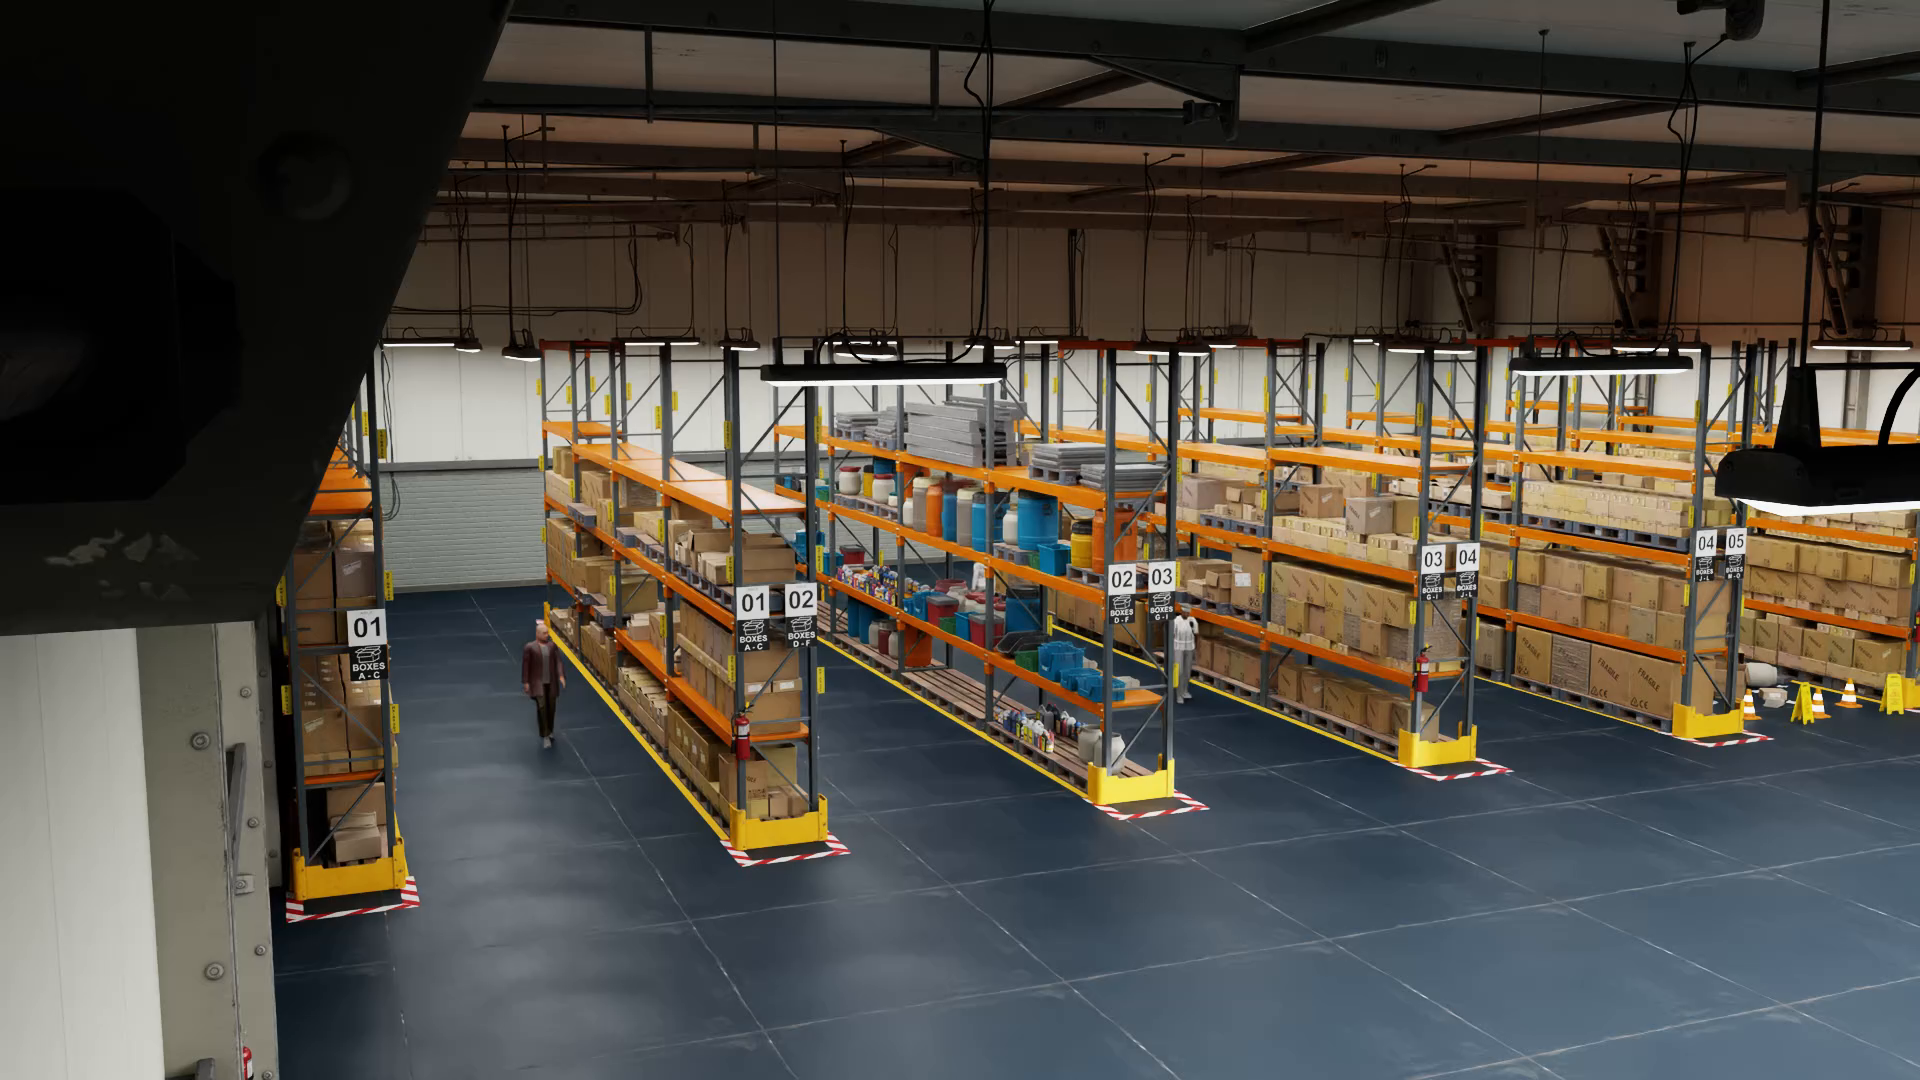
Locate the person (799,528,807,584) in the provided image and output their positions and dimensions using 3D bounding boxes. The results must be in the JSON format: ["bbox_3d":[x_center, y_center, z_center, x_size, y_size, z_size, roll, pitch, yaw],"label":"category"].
[{"bbox_3d":[-3.562,0.312,39.613,0.599,1.705,1.079,-4,9,-30],"label":"person"}]

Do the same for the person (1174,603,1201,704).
[{"bbox_3d":[3.788,1.895,27.996,0.493,1.707,0.535,-1,7,-4],"label":"person"}]

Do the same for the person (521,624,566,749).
[{"bbox_3d":[-6.249,2.200,25.175,0.607,1.803,0.731,-6,9,-37],"label":"person"}]

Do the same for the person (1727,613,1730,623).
[{"bbox_3d":[15.666,1.085,33.888,0.606,1.712,0.769,-5,9,-33],"label":"person"}]

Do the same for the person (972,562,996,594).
[{"bbox_3d":[0.508,1.016,34.553,0.498,1.682,0.487,-2,8,-12],"label":"person"}]
